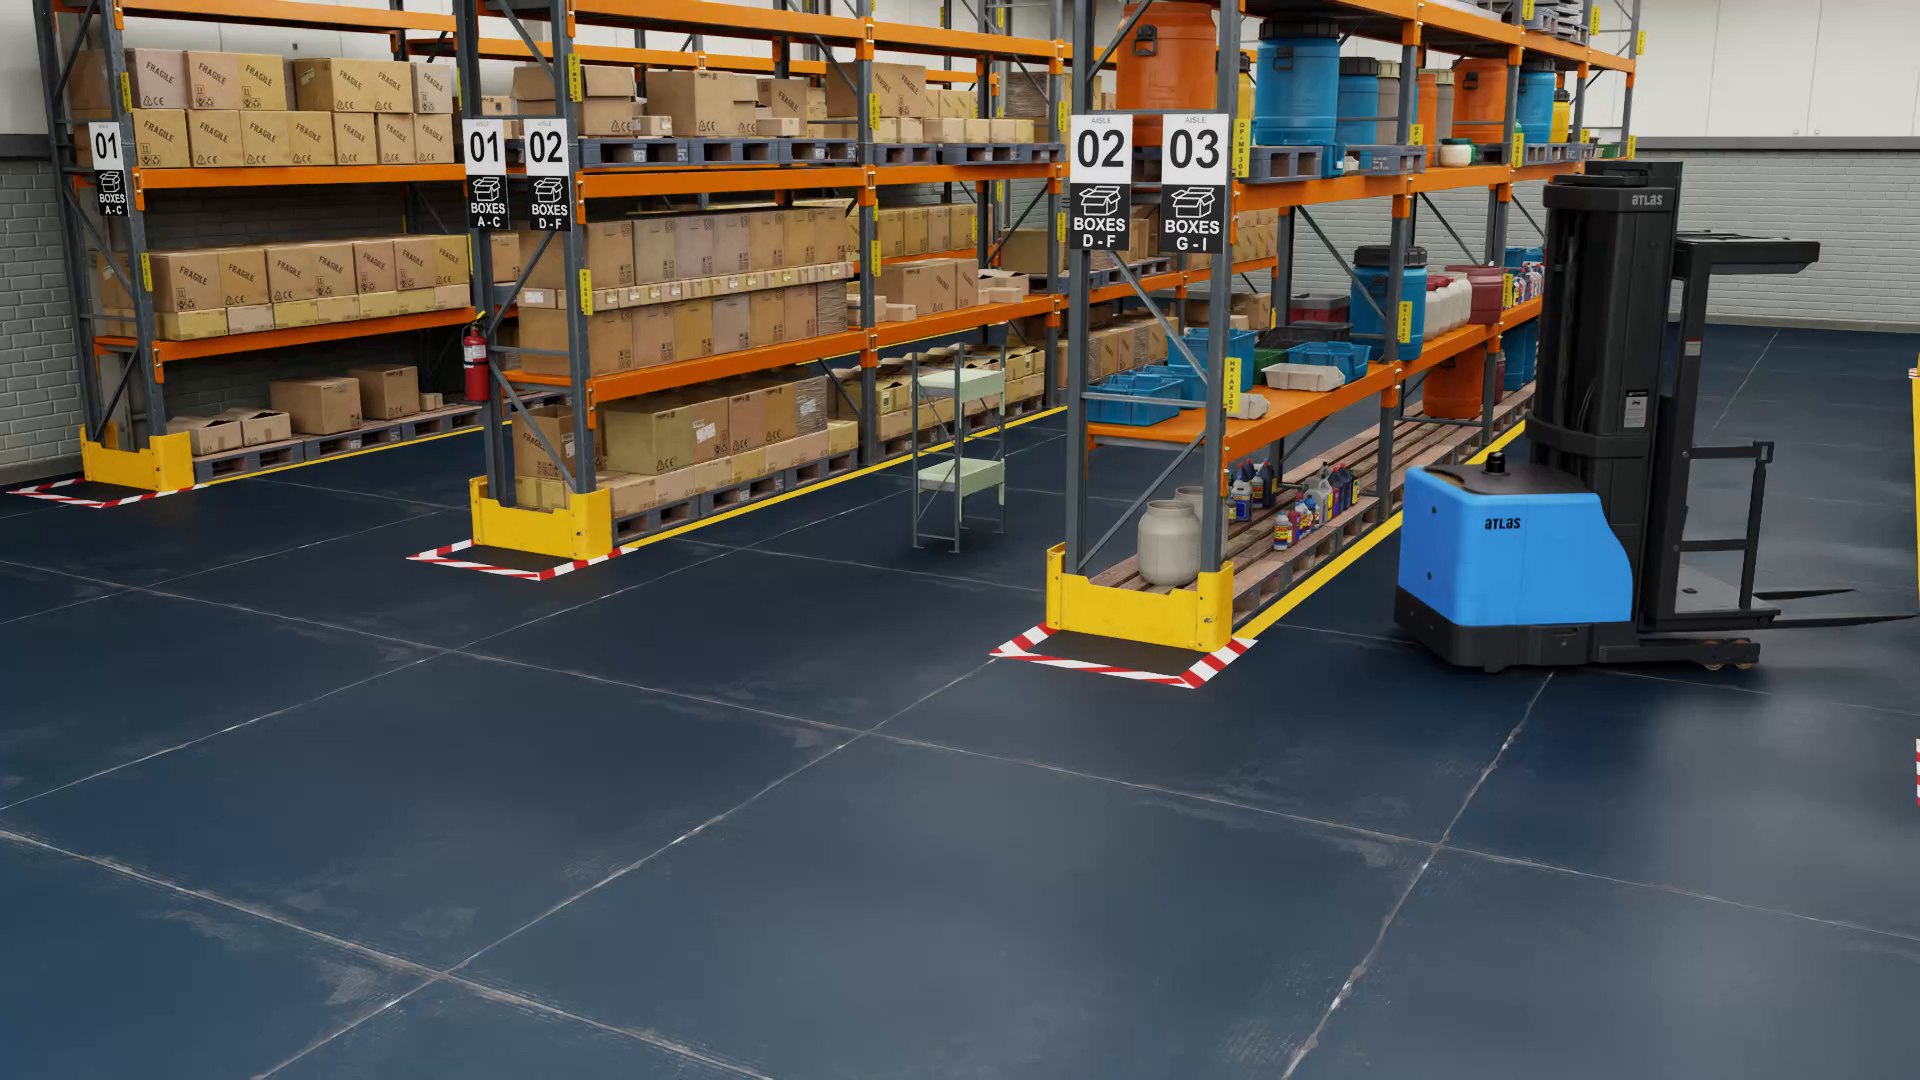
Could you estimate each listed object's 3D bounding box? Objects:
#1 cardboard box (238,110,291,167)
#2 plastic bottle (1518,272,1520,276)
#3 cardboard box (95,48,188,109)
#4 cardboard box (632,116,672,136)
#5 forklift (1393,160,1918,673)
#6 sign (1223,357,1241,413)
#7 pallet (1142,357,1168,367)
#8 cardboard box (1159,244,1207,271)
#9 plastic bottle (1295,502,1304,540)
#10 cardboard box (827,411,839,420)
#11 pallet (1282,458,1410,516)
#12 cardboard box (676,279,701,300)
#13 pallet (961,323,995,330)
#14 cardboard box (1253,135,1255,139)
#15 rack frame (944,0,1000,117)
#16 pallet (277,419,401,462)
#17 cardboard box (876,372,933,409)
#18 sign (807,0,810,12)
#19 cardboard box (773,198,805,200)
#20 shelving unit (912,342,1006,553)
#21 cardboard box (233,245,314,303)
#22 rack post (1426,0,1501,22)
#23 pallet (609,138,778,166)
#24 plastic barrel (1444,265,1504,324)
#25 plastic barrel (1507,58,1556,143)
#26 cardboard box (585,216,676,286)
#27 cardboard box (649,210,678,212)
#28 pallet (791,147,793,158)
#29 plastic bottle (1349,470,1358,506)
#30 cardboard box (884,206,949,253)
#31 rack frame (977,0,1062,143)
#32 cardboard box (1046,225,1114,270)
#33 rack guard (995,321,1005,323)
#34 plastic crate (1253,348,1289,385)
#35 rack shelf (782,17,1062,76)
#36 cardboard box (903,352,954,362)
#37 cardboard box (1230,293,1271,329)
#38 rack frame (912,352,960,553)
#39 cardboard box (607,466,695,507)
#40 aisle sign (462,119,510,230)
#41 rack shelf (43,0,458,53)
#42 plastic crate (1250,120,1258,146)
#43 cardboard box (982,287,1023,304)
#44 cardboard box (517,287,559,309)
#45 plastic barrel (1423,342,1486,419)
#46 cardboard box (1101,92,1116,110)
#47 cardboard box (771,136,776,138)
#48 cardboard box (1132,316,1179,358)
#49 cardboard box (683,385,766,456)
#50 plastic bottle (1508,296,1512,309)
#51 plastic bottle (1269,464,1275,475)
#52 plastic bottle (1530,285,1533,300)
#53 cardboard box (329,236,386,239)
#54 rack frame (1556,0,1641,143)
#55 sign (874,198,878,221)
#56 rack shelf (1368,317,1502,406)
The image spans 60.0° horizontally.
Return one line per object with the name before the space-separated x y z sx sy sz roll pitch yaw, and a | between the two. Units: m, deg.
cardboard box | -6.622 -3.738 15.482 0.500 0.500 0.500 8 16 31
plastic bottle | 6.421 -2.932 19.068 0.097 0.271 0.097 0 14 0
cardboard box | -7.142 -4.022 14.527 0.500 0.500 0.500 6 15 24
cardboard box | -2.480 -3.237 13.002 0.380 0.149 0.250 7 15 28
forklift | 4.314 -0.780 10.015 3.031 2.935 1.130 -2 14 -7
sign | 1.611 -0.917 9.846 0.100 0.325 0.005 7 15 28
pallet | 2.238 -2.343 22.300 1.003 0.211 1.213 7 15 28
cardboard box | 3.083 -3.992 22.977 0.500 0.500 0.500 8 16 30
plastic bottle | 2.446 -0.140 12.097 0.097 0.271 0.097 0 14 0
cardboard box | -1.323 -1.213 16.637 0.500 0.250 0.500 7 15 27
pallet | 3.411 -0.476 14.558 1.003 0.211 1.213 7 15 28
cardboard box | -2.327 -2.039 13.496 0.380 0.149 0.250 7 15 26
pallet | -0.124 -3.722 28.022 1.003 0.211 1.213 7 15 28
cardboard box | 4.020 -5.979 24.288 0.500 0.250 0.500 7 15 28
rack frame | 0.194 -8.167 27.709 1.000 3.000 0.127 7 15 28
pallet | -6.490 -1.040 16.897 1.003 0.211 1.213 7 15 28
cardboard box | -0.605 -1.527 16.741 0.500 0.311 0.500 7 15 27
sign | -2.214 -7.945 24.459 0.100 0.325 0.005 7 15 28
cardboard box | -2.438 -4.824 24.154 0.500 0.250 0.500 8 15 29
shelving unit | -0.003 -0.728 12.852 0.431 1.500 0.755 7 15 28
cardboard box | -6.544 -2.539 15.841 0.500 0.500 0.500 7 15 26
rack post | 3.942 -5.093 14.534 1.013 1.000 3.121 7 15 28
pallet | -2.250 -3.216 13.762 1.003 0.211 1.213 7 15 28
plastic barrel | 5.040 -2.423 16.395 0.600 0.536 0.708 7 15 28
plastic barrel | 6.241 -4.846 18.368 0.600 0.901 0.708 7 15 28
cardboard box | -2.691 -2.300 13.194 0.700 0.500 0.500 7 15 27
cardboard box | -3.814 -4.113 21.157 0.380 0.149 0.250 5 15 21
pallet | -2.871 -5.343 22.801 1.003 0.211 1.213 8 16 31
plastic bottle | 3.121 -0.423 13.247 0.061 0.283 0.133 8 16 31
cardboard box | -0.763 -4.985 26.669 0.980 0.700 0.700 7 15 25
rack frame | 0.664 -5.965 18.576 1.000 3.000 0.127 7 15 28
cardboard box | 1.479 -3.609 20.496 0.700 0.500 0.500 11 17 38
rack guard | 0.205 -4.040 28.726 1.175 0.500 0.348 7 15 28
plastic crate | 2.162 -1.317 12.547 0.450 0.188 0.662 7 15 28
rack shelf | -0.302 -5.011 17.005 1.077 0.370 4.000 7 15 28
cardboard box | -0.341 -1.902 18.295 0.500 0.311 0.500 7 15 27
cardboard box | 4.485 -3.549 25.750 0.500 0.500 0.500 7 15 28
rack frame | -0.180 -0.653 12.541 0.400 1.500 0.023 7 15 28
cardboard box | -2.511 -0.463 13.523 0.500 0.250 0.500 7 15 28
aisle sign | -3.492 -2.691 12.249 0.394 0.787 0.004 7 15 28
rack shelf | -6.574 -4.943 15.880 1.077 0.370 4.000 7 15 28
plastic crate | 1.790 -2.721 11.555 0.392 0.384 0.575 7 15 28
cardboard box | 0.471 -2.711 18.414 0.380 0.149 0.250 7 15 28
cardboard box | -3.185 -1.871 12.798 0.380 0.149 0.250 7 15 27
plastic barrel | 5.220 -1.738 17.578 0.600 0.830 0.708 7 15 28
cardboard box | 1.648 -5.260 20.729 0.600 0.600 0.600 7 15 26
cardboard box | -2.772 -5.765 22.996 0.700 0.500 0.500 7 15 28
cardboard box | 2.610 -2.734 22.370 0.500 0.500 0.500 7 15 28
cardboard box | -2.022 -1.032 14.283 0.500 0.500 0.500 7 15 28
plastic bottle | 5.819 -2.599 17.665 0.061 0.283 0.133 7 15 28
plastic bottle | 2.488 -0.462 13.408 0.061 0.283 0.133 7 15 28
plastic bottle | 6.395 -2.813 18.725 0.097 0.201 0.097 0 14 0
cardboard box | -6.271 -2.911 17.387 0.500 0.500 0.500 7 15 28
rack frame | 8.866 -7.044 23.053 1.000 3.000 0.127 7 15 28
sign | -1.260 -4.895 24.635 0.100 0.325 0.005 7 15 28
rack shelf | 4.032 -1.727 15.331 1.077 0.370 4.000 7 15 28
